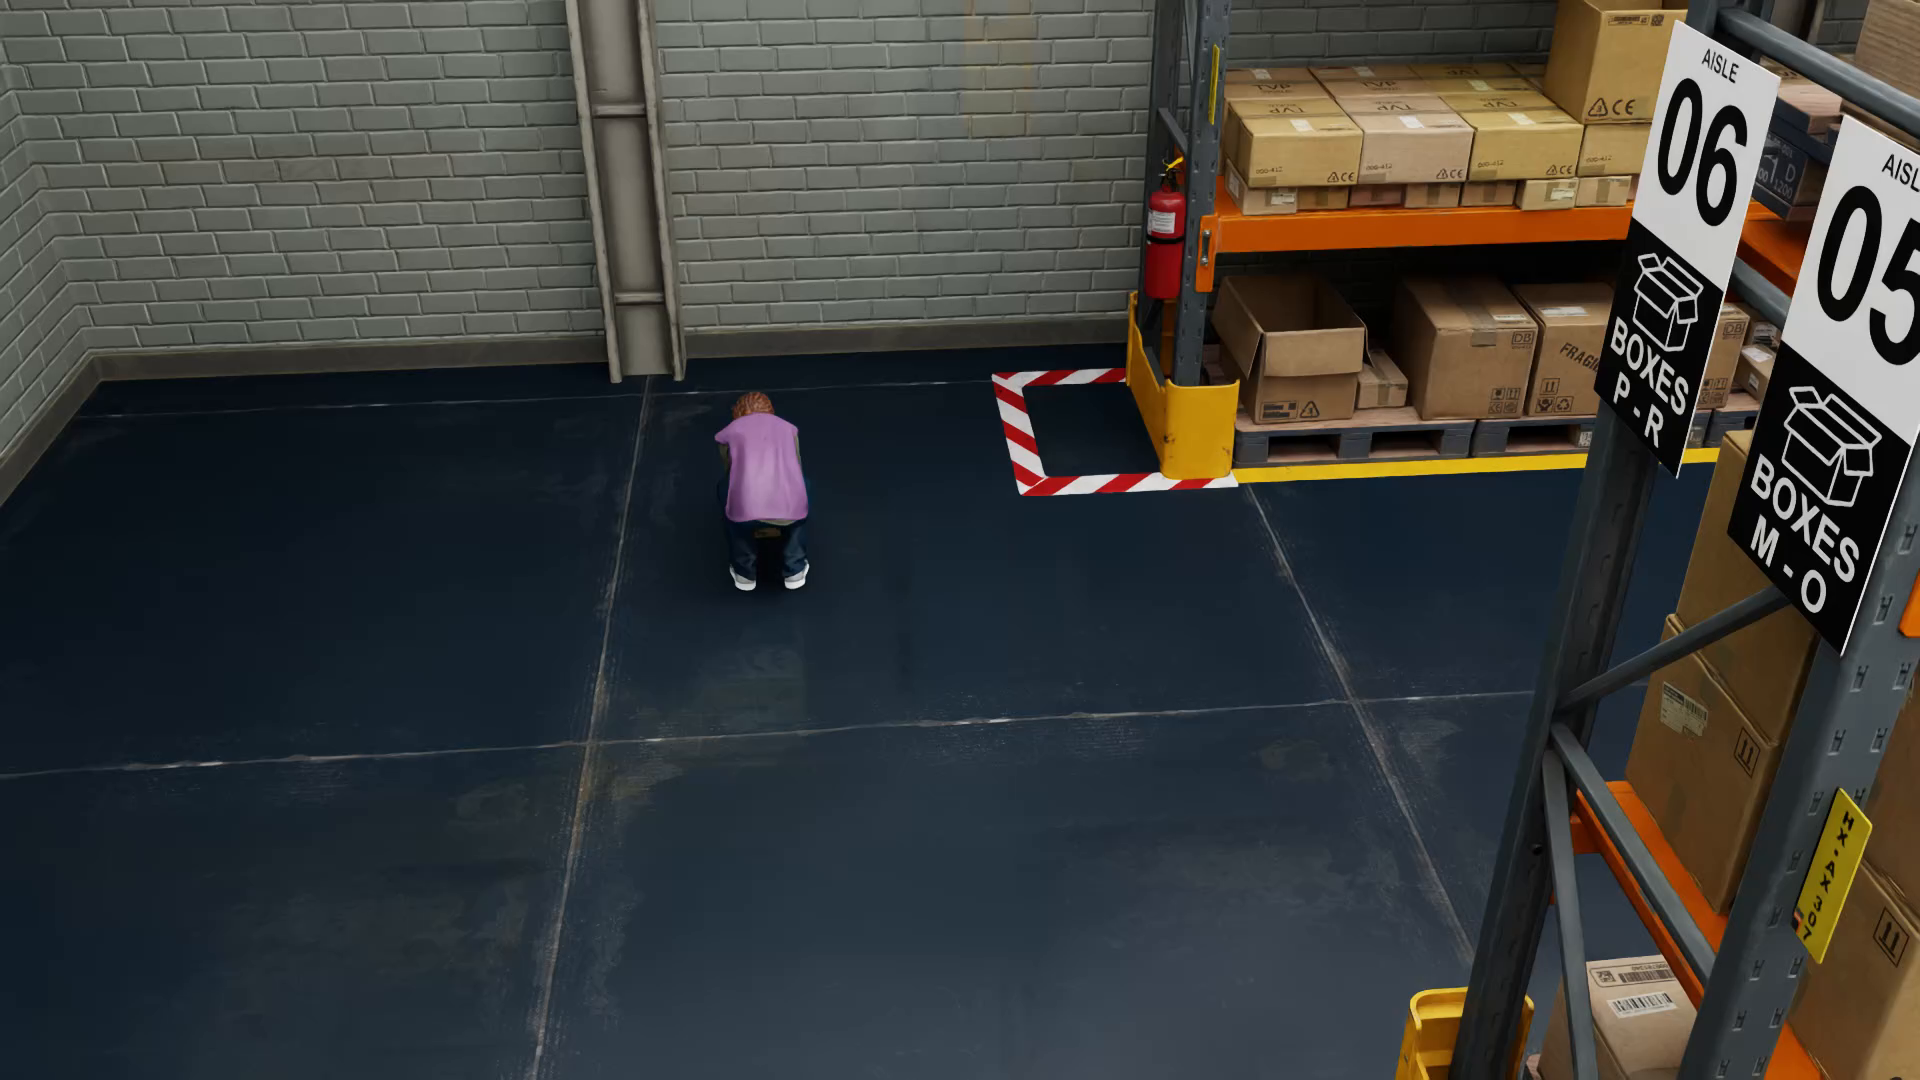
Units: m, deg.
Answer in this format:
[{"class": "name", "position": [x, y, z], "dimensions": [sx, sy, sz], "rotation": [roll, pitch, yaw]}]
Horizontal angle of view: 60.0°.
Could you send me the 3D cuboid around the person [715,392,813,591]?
[{"class": "person", "position": [-0.862, -0.191, 7.349], "dimensions": [0.421, 0.694, 0.861], "rotation": [-4, 32, -6]}]
